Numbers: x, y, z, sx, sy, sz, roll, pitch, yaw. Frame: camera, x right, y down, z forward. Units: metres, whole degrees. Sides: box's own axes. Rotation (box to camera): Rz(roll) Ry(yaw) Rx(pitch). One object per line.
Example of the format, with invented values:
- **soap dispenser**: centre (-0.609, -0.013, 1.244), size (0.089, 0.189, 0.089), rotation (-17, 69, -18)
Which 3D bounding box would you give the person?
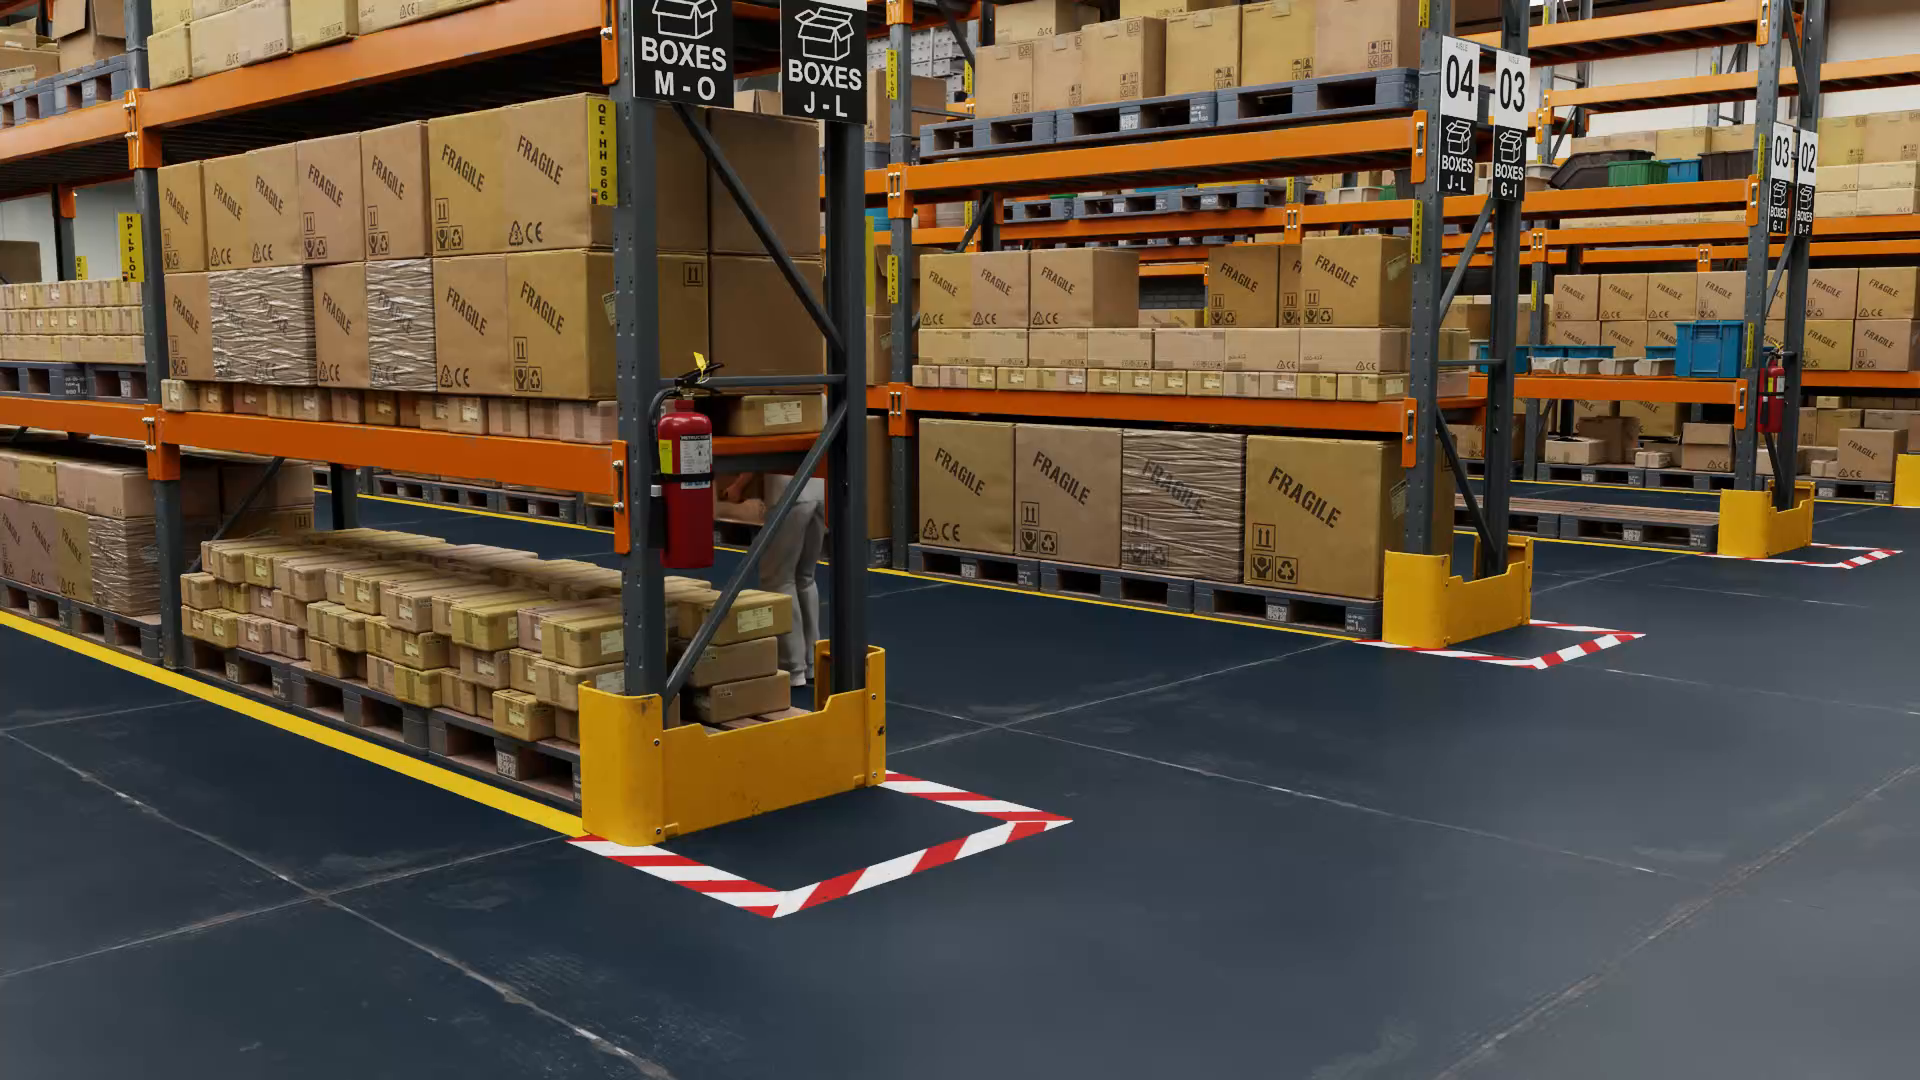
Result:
- **person**: centre (-0.839, -0.144, 7.972), size (0.554, 1.662, 0.436), rotation (4, 8, 32)
